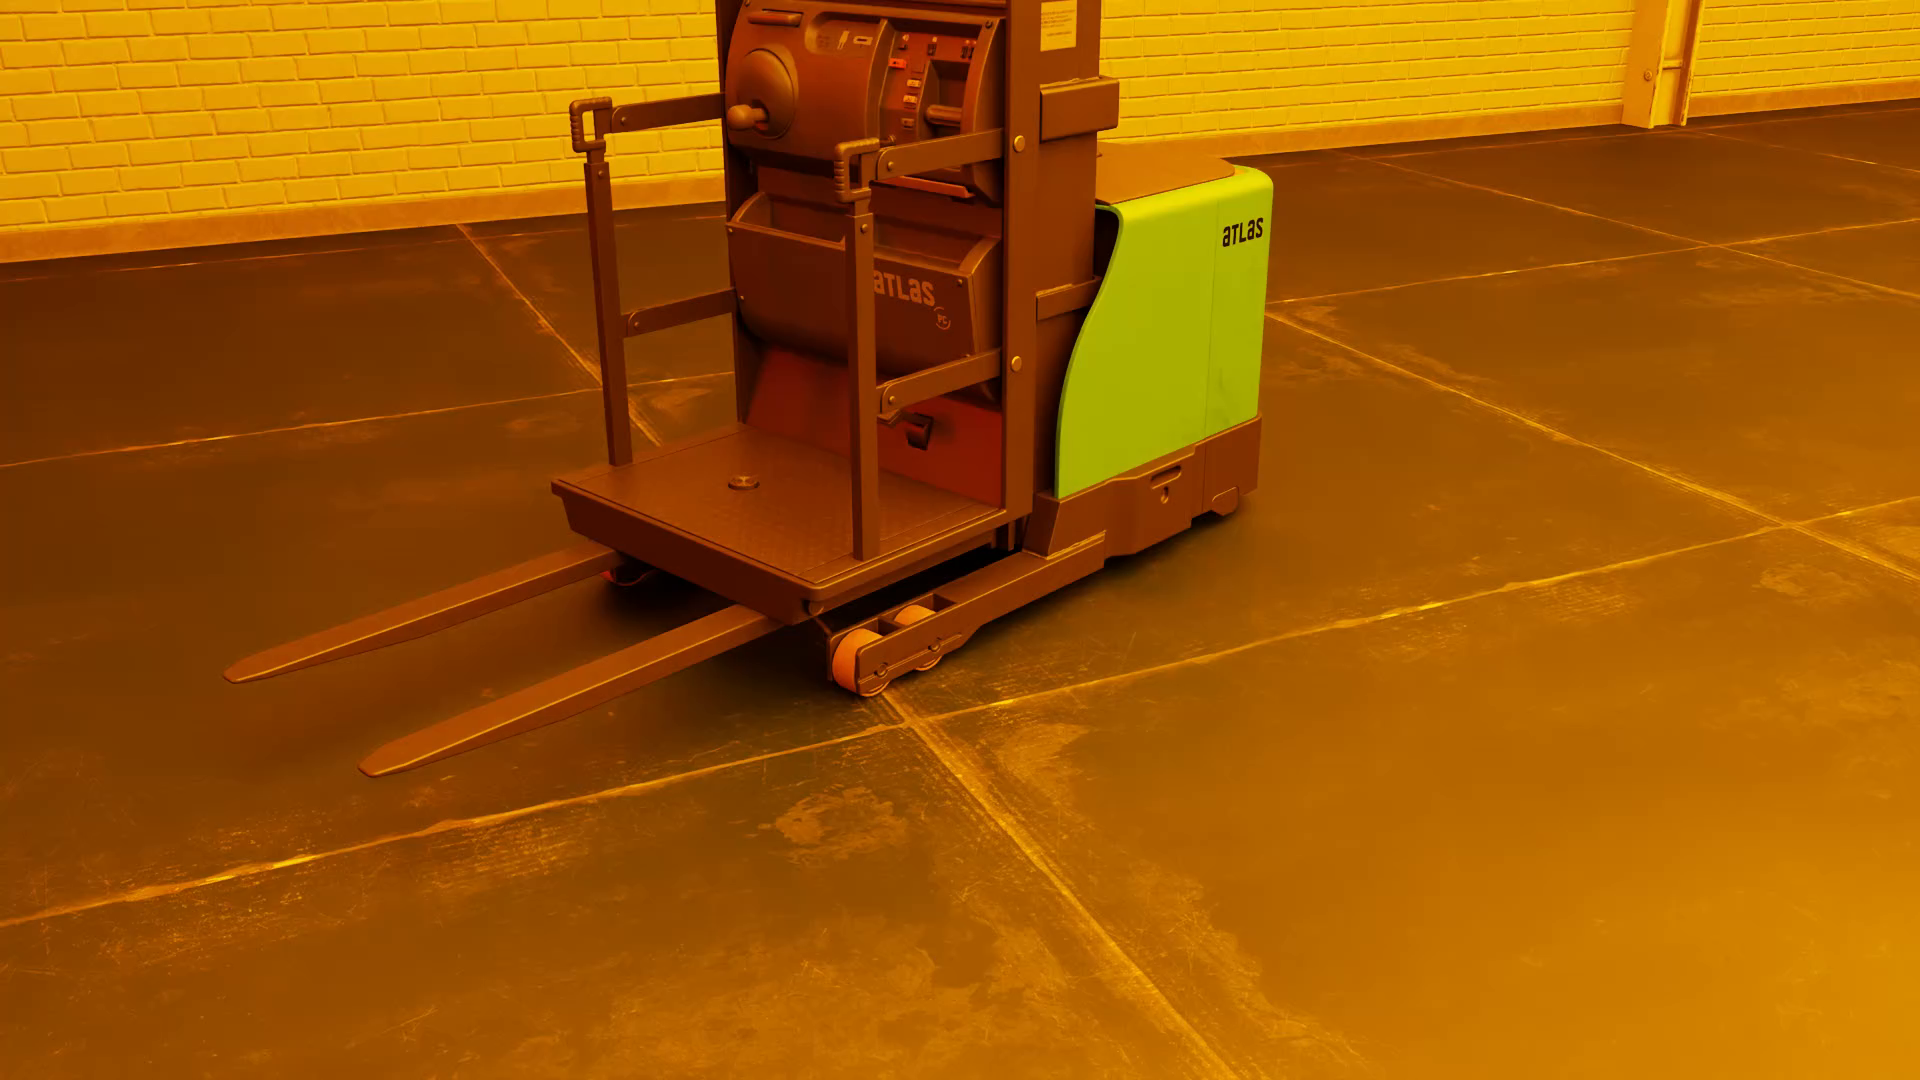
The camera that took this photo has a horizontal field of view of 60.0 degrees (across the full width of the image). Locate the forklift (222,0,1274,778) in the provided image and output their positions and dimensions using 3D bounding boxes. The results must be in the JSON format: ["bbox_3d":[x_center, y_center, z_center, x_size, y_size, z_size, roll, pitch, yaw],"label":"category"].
[{"bbox_3d":[-0.413,-1.182,4.131,1.130,2.935,3.031,19,29,39],"label":"forklift"}]
